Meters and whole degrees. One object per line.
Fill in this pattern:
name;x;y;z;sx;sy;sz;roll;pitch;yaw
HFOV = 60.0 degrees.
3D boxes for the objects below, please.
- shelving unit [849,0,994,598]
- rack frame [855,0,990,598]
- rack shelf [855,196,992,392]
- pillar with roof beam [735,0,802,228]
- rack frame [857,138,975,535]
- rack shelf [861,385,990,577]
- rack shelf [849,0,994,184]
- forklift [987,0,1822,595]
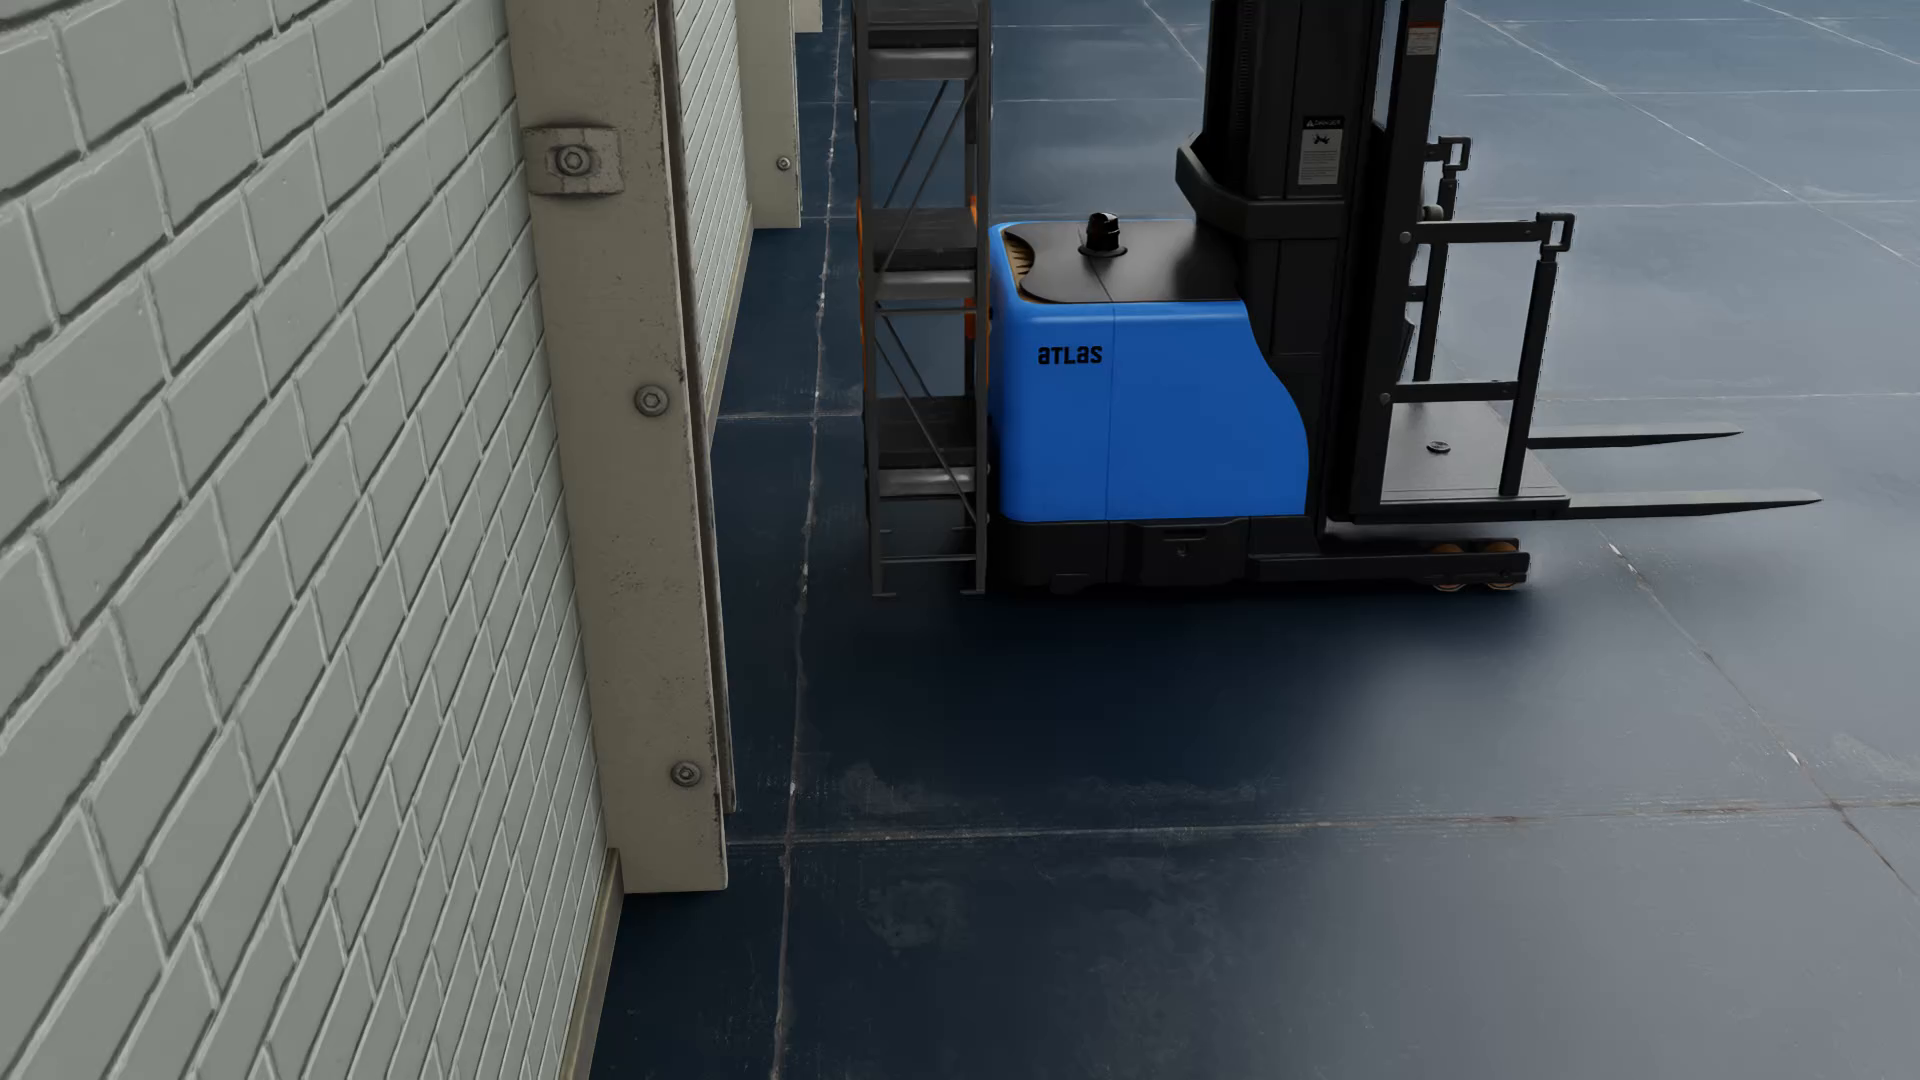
shelving unit;-0.129;-0.849;5.608;0.431;2.100;0.503;-2;28;-4
rack frame;-0.110;-0.737;5.392;0.400;2.100;0.015;-2;28;-4
rack shelf;-0.129;-0.837;5.614;0.431;0.518;0.480;-2;28;-4
pillar with roof beam;3.196;-6.016;8.054;9.100;9.000;0.400;-1;28;-3
rack frame;-0.148;-0.962;5.823;0.400;2.100;0.015;-2;28;-4
rack shelf;-0.129;-0.217;5.938;0.431;0.518;0.480;-2;28;-4
rack shelf;-0.129;-1.458;5.290;0.431;0.518;0.480;-2;28;-4
forklift;1.609;-1.360;5.688;3.031;2.935;1.130;-2;28;-3
